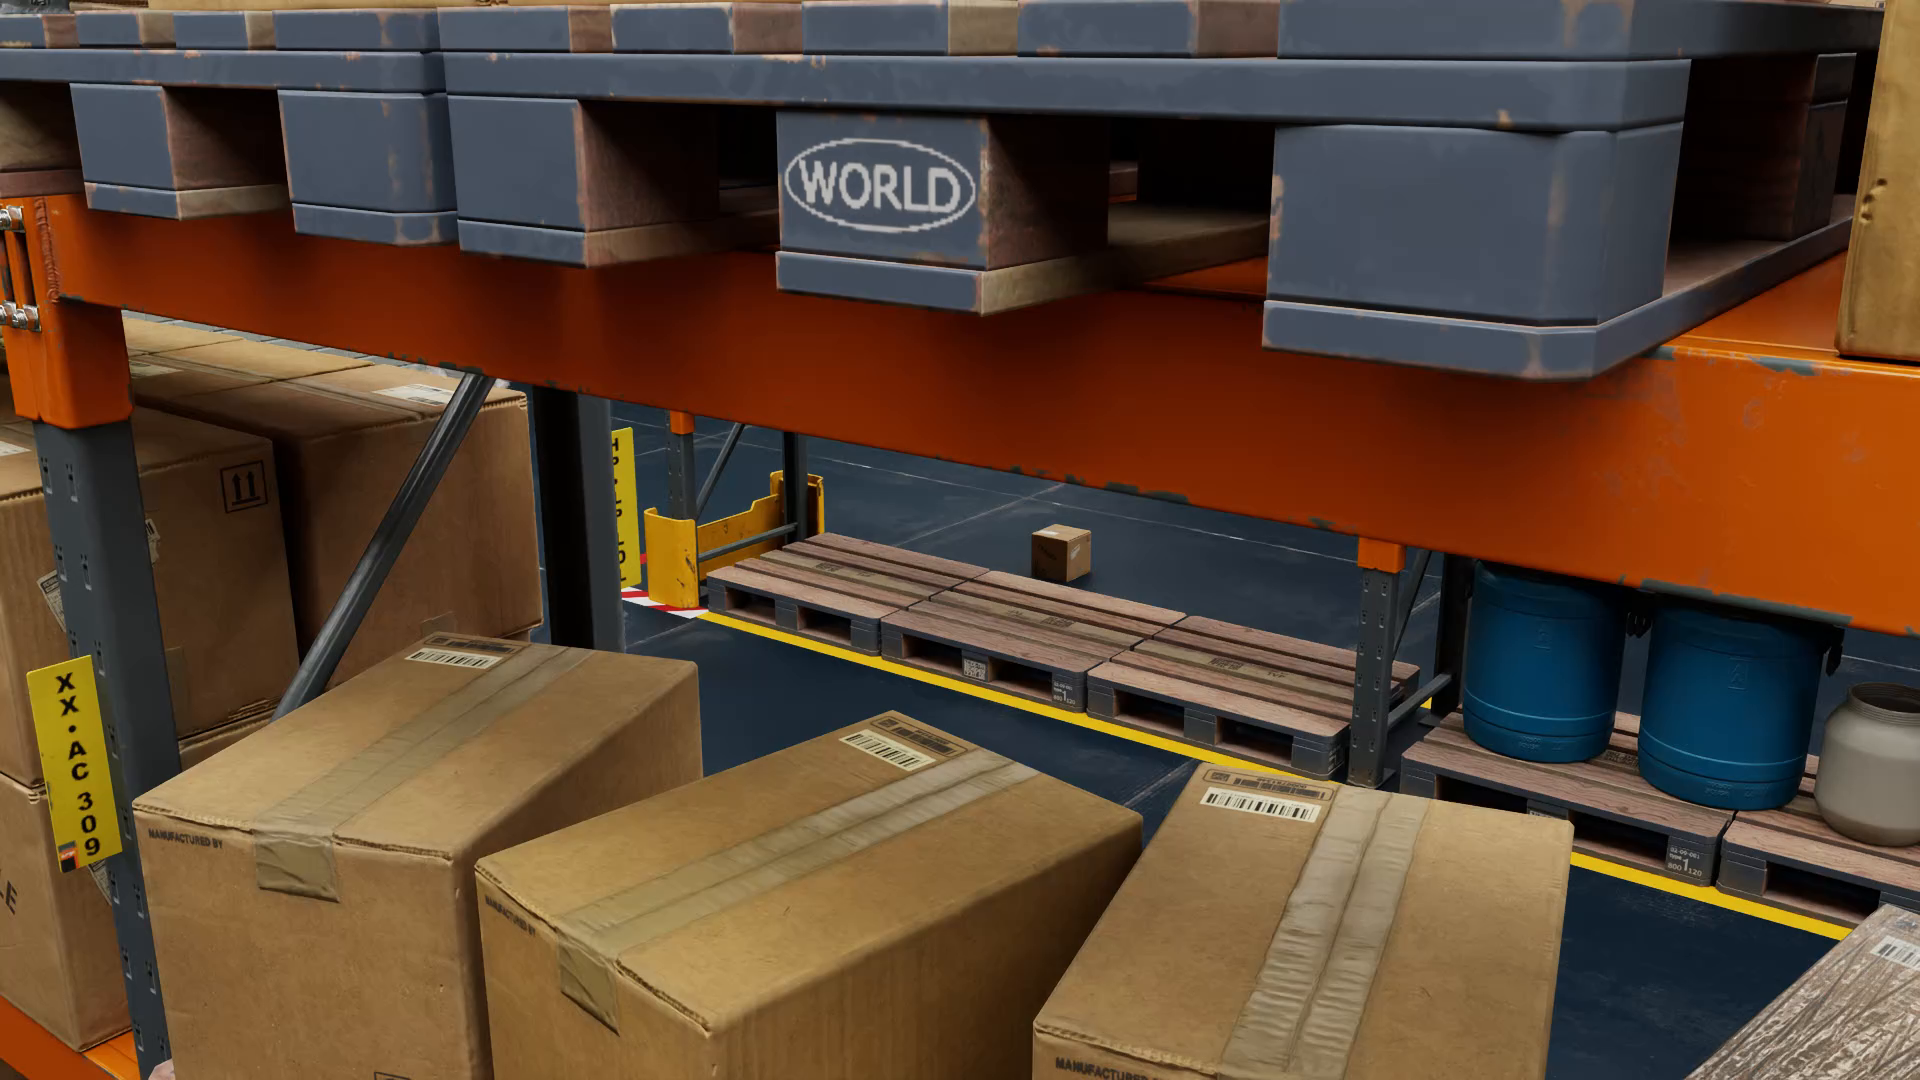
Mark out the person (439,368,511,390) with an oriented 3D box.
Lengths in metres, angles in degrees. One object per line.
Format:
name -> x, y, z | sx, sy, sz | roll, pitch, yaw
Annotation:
person -> -2.723, -0.502, 9.214 | 0.494, 1.559, 0.760 | 0, 17, 2
